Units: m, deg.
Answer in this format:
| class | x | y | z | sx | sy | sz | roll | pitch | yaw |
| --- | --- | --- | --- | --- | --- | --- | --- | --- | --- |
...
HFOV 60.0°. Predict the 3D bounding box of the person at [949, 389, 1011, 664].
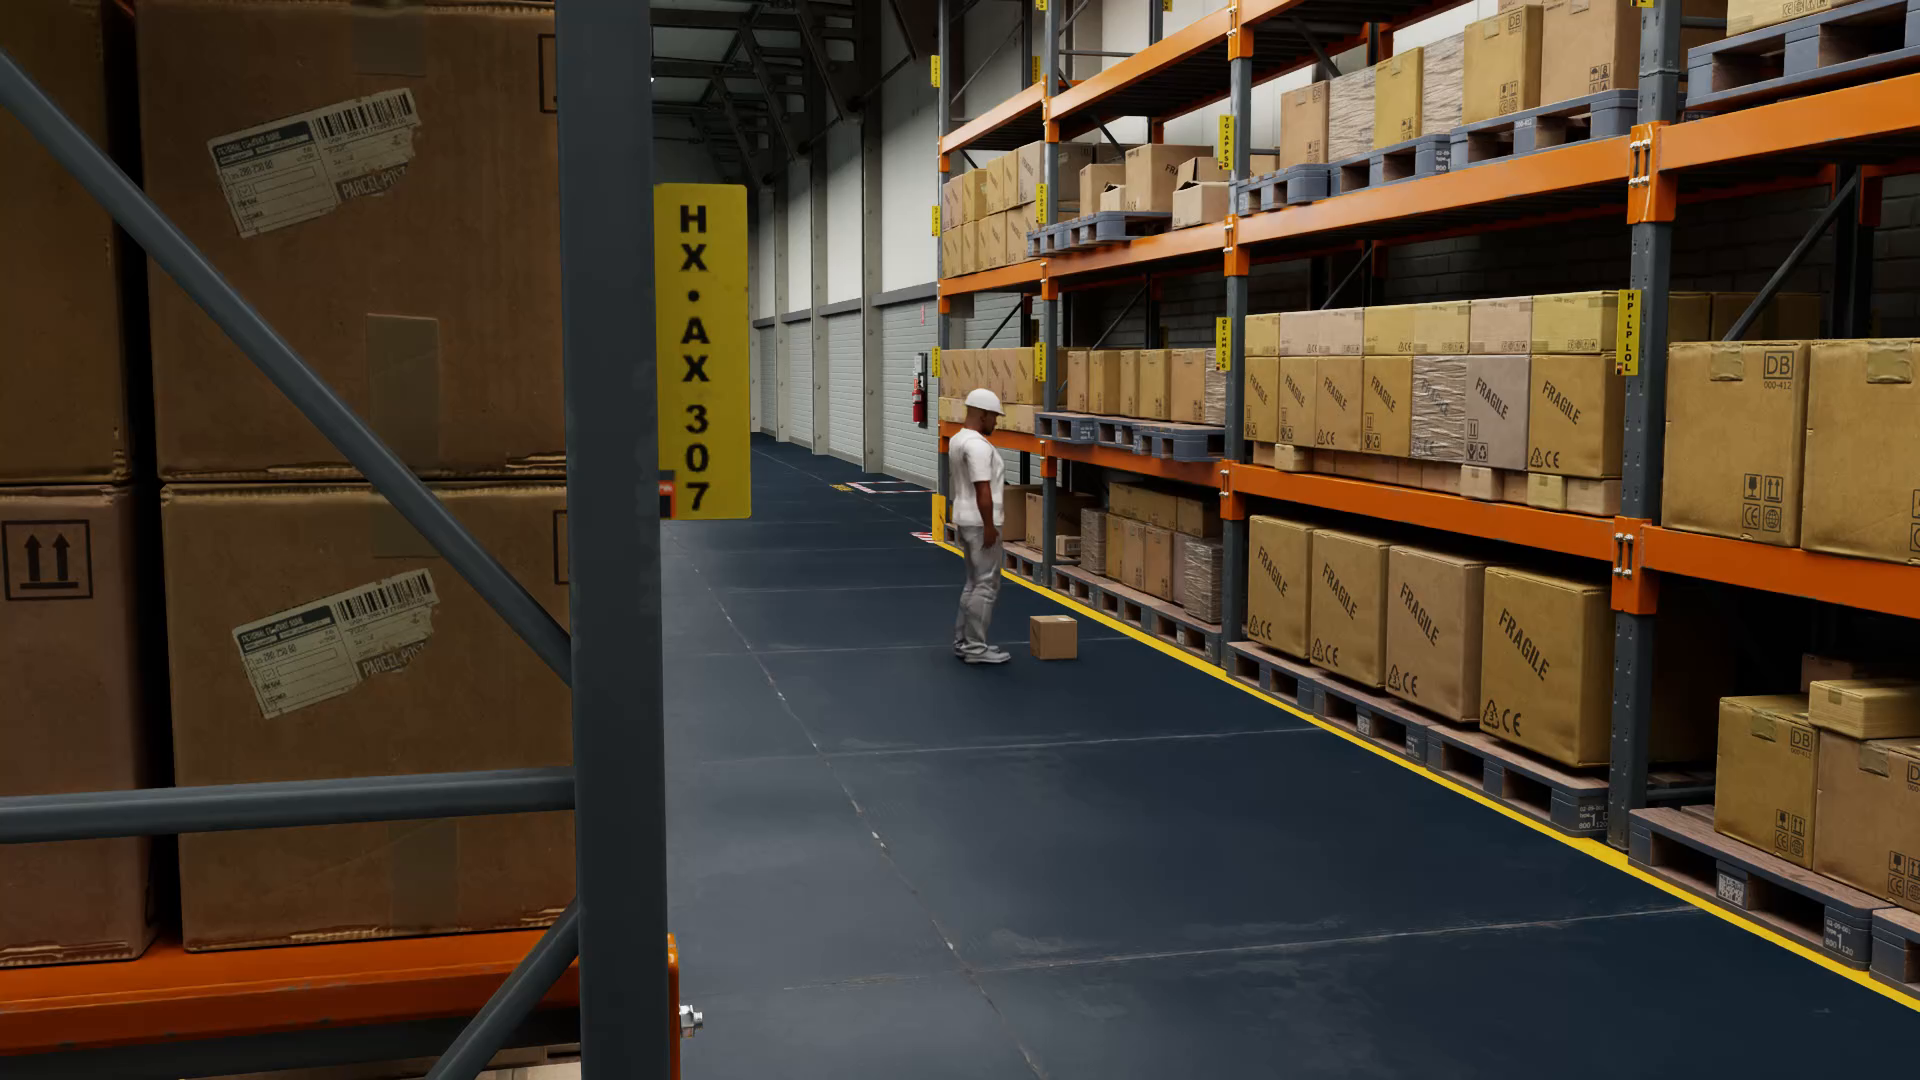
| class | x | y | z | sx | sy | sz | roll | pitch | yaw |
| --- | --- | --- | --- | --- | --- | --- | --- | --- | --- |
| person | 0.124 | -0.098 | 10.790 | 0.368 | 1.759 | 0.568 | -1 | 6 | -13 |
